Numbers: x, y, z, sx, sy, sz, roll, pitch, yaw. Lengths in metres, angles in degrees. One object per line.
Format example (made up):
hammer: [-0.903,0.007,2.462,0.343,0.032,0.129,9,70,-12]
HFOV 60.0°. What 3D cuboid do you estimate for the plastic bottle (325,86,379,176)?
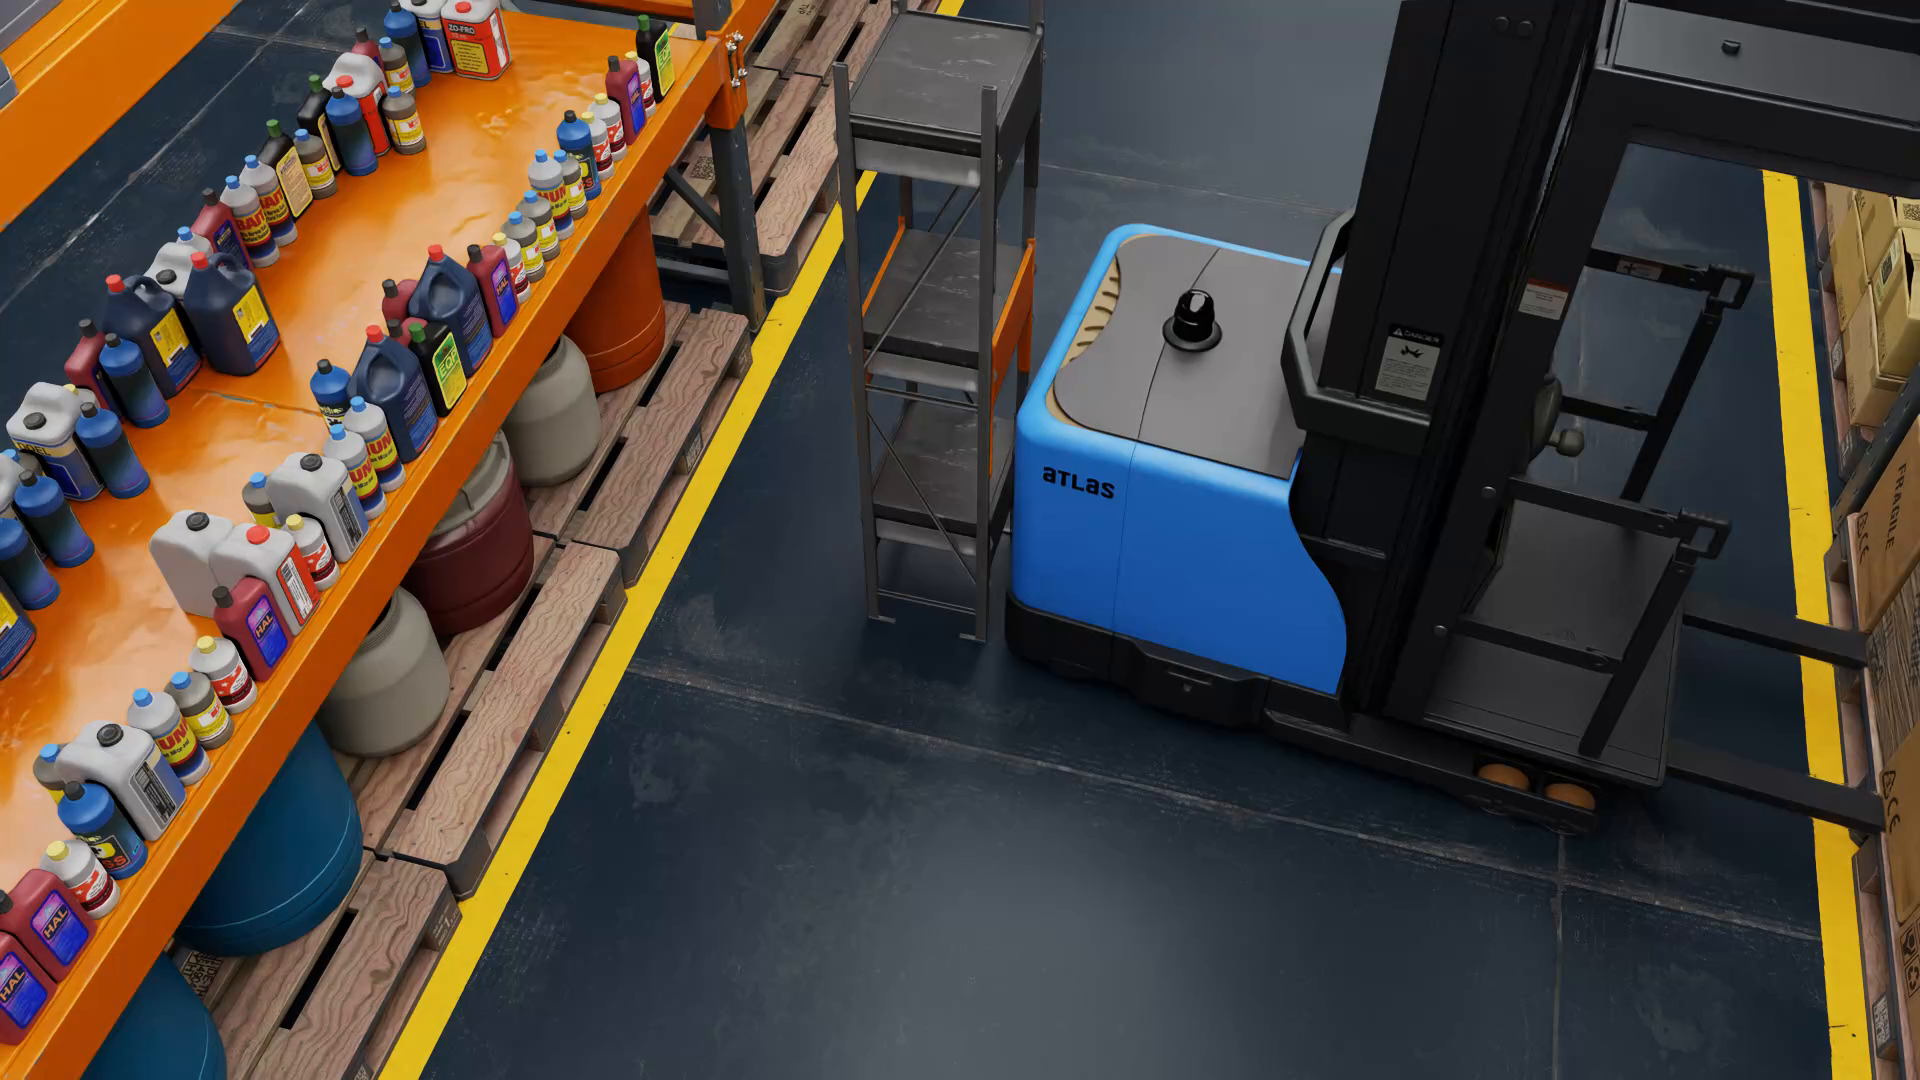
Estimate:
plastic bottle: [-1.801,-1.214,4.906,0.097,0.271,0.097,0,49,0]

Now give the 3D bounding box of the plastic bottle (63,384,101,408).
plastic bottle: [-2.187,-0.304,4.150,0.097,0.201,0.097,0,49,0]

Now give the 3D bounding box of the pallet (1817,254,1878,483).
pallet: [3.777,-0.615,6.152,1.003,0.211,1.213,12,50,10]

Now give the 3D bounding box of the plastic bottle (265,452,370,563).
plastic bottle: [-1.514,-0.093,3.915,0.152,0.276,0.135,12,50,10]

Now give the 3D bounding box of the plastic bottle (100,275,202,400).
plastic bottle: [-2.092,-0.547,4.265,0.144,0.351,0.185,12,50,10]

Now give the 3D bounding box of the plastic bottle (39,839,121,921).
plastic bottle: [-1.752,0.664,3.296,0.097,0.201,0.097,0,49,0]

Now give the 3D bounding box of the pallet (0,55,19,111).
pallet: [-2.196,-0.554,2.363,1.213,0.211,1.003,12,50,10]

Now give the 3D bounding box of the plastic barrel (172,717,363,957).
plastic barrel: [-1.962,0.616,4.325,0.600,0.901,0.708,12,50,10]

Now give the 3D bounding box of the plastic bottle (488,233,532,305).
plastic bottle: [-1.238,-0.748,4.542,0.097,0.201,0.097,0,49,0]

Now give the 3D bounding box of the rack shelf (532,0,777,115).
rack shelf: [-0.729,-3.139,7.000,1.077,0.370,4.000,12,50,10]

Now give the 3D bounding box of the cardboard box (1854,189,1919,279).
cardboard box: [3.553,-1.170,5.962,0.500,0.311,0.500,11,49,9]

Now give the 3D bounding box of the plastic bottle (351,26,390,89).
plastic bottle: [-1.811,-1.414,5.075,0.061,0.283,0.133,12,50,10]

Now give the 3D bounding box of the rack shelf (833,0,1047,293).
rack shelf: [-0.044,-1.029,4.342,0.431,0.518,0.480,12,50,10]

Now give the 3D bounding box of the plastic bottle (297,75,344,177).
plastic bottle: [-1.882,-1.220,4.904,0.061,0.283,0.133,12,50,10]

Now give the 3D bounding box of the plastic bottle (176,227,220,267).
plastic bottle: [-2.042,-0.725,4.475,0.097,0.271,0.097,0,49,0]

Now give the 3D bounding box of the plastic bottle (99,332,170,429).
plastic bottle: [-2.093,-0.412,4.198,0.097,0.271,0.097,0,49,0]

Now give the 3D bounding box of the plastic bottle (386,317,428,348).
plastic bottle: [-1.393,-0.470,4.242,0.061,0.283,0.133,12,50,10]

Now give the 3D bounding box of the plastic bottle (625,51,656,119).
plastic bottle: [-0.998,-1.408,5.125,0.097,0.201,0.097,0,49,0]

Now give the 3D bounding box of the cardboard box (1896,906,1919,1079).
cardboard box: [2.725,1.124,4.131,0.500,0.500,0.500,10,49,9]

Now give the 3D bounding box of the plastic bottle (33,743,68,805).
plastic bottle: [-1.848,0.493,3.447,0.097,0.201,0.097,0,49,0]

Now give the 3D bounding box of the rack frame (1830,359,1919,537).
rack frame: [3.523,-0.950,4.588,1.000,3.000,0.127,12,50,10]

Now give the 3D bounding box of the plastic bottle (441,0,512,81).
plastic bottle: [-1.534,-1.610,5.253,0.152,0.276,0.135,12,50,10]

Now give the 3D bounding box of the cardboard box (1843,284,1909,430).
cardboard box: [3.426,-0.608,5.840,0.500,0.250,0.500,13,50,11]

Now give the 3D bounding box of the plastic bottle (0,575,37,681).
plastic bottle: [-2.194,0.144,3.655,0.144,0.351,0.185,12,50,10]

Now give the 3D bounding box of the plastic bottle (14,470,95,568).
plastic bottle: [-2.127,-0.059,3.887,0.097,0.271,0.097,0,49,0]

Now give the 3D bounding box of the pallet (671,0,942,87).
pallet: [-0.691,-2.440,7.763,1.003,0.211,1.213,12,50,10]

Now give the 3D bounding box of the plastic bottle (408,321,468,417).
plastic bottle: [-1.335,-0.458,4.232,0.061,0.283,0.133,12,50,10]

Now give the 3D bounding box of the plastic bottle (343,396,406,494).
plastic bottle: [-1.431,-0.241,4.048,0.097,0.271,0.097,0,49,0]

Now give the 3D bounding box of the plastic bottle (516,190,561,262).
plastic bottle: [-1.187,-0.889,4.667,0.097,0.201,0.097,0,49,0]

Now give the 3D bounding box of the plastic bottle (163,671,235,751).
plastic bottle: [-1.640,0.355,3.568,0.097,0.201,0.097,0,49,0]

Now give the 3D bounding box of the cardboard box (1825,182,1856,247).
cardboard box: [3.693,-1.345,6.490,0.500,0.250,0.500,13,50,11]

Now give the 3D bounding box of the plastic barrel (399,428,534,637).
plastic barrel: [-1.665,-0.098,5.164,0.600,0.588,0.708,12,50,10]

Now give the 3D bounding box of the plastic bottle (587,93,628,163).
plastic bottle: [-1.059,-1.241,4.977,0.097,0.201,0.097,0,49,0]

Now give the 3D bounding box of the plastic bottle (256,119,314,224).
plastic bottle: [-1.943,-1.053,4.757,0.061,0.283,0.133,12,50,10]

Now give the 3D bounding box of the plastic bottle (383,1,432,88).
plastic bottle: [-1.738,-1.560,5.212,0.097,0.271,0.097,0,49,0]

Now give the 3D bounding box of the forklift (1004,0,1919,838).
forklift: [1.715,-0.543,4.275,3.031,2.935,1.130,16,50,13]

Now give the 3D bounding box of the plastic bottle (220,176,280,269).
plastic bottle: [-1.981,-0.892,4.622,0.097,0.271,0.097,0,49,0]

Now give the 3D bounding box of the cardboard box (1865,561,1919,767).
cardboard box: [2.995,0.384,4.784,0.500,0.500,0.500,10,49,9]

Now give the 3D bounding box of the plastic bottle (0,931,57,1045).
plastic bottle: [-1.800,0.820,3.103,0.061,0.283,0.133,12,50,10]

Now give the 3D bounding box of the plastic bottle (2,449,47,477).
plastic bottle: [-2.248,-0.136,4.002,0.097,0.201,0.097,0,49,0]

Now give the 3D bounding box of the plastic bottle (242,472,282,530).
plastic bottle: [-1.639,-0.080,3.952,0.097,0.201,0.097,0,49,0]

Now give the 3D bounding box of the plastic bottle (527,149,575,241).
plastic bottle: [-1.161,-0.983,4.703,0.097,0.271,0.097,0,49,0]

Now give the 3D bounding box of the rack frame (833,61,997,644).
rack frame: [-0.108,-0.399,4.701,0.400,2.100,0.015,12,50,10]

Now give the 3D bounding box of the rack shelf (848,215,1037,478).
rack shelf: [-0.044,-0.566,4.867,0.431,0.518,0.480,12,50,10]

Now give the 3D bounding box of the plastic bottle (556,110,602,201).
plastic bottle: [-1.110,-1.124,4.827,0.097,0.271,0.097,0,49,0]

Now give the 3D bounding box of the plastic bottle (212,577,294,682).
plastic bottle: [-1.566,0.178,3.670,0.061,0.283,0.133,12,50,10]

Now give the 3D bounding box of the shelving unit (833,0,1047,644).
shelving unit: [-0.044,-0.575,4.857,0.431,2.100,0.503,12,50,10]

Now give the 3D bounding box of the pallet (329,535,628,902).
pallet: [-1.746,0.450,5.212,1.003,0.211,1.213,12,50,10]

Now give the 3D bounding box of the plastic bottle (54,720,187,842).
plastic bottle: [-1.722,0.479,3.409,0.152,0.276,0.135,12,50,10]

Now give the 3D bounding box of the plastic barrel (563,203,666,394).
plastic barrel: [-1.368,-0.994,5.794,0.600,0.830,0.708,12,50,10]

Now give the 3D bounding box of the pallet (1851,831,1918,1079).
pallet: [2.966,1.385,4.387,1.003,0.211,1.213,12,50,10]
